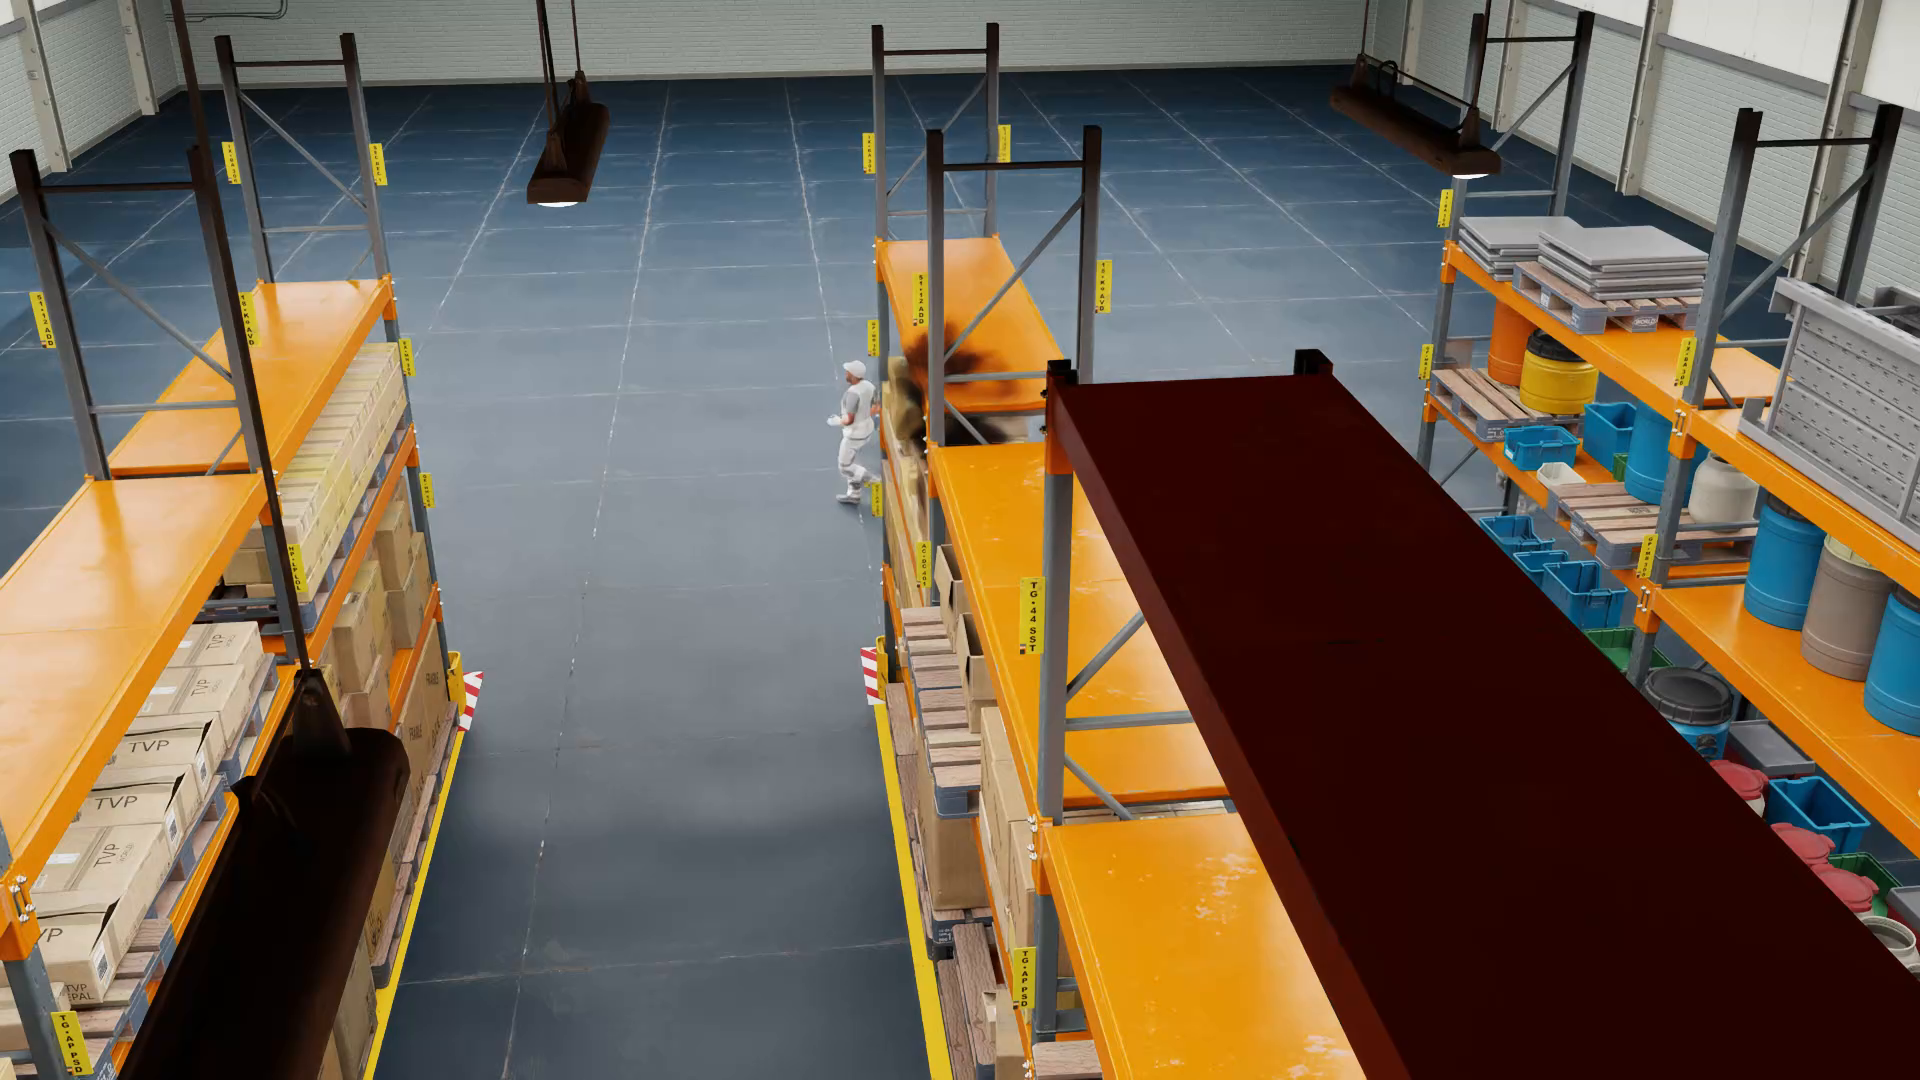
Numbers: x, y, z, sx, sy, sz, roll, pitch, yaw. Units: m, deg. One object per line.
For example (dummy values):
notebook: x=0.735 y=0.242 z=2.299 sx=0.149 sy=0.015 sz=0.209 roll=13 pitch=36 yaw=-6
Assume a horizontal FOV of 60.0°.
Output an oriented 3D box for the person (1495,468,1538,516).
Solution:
person: x=6.347 y=-1.034 z=18.662 sx=0.572 sy=1.733 sz=0.742 roll=7 pitch=26 yaw=15

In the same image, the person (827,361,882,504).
person: x=-1.134 y=-1.217 z=19.032 sx=0.692 sy=1.747 sz=0.640 roll=11 pitch=28 yaw=22
